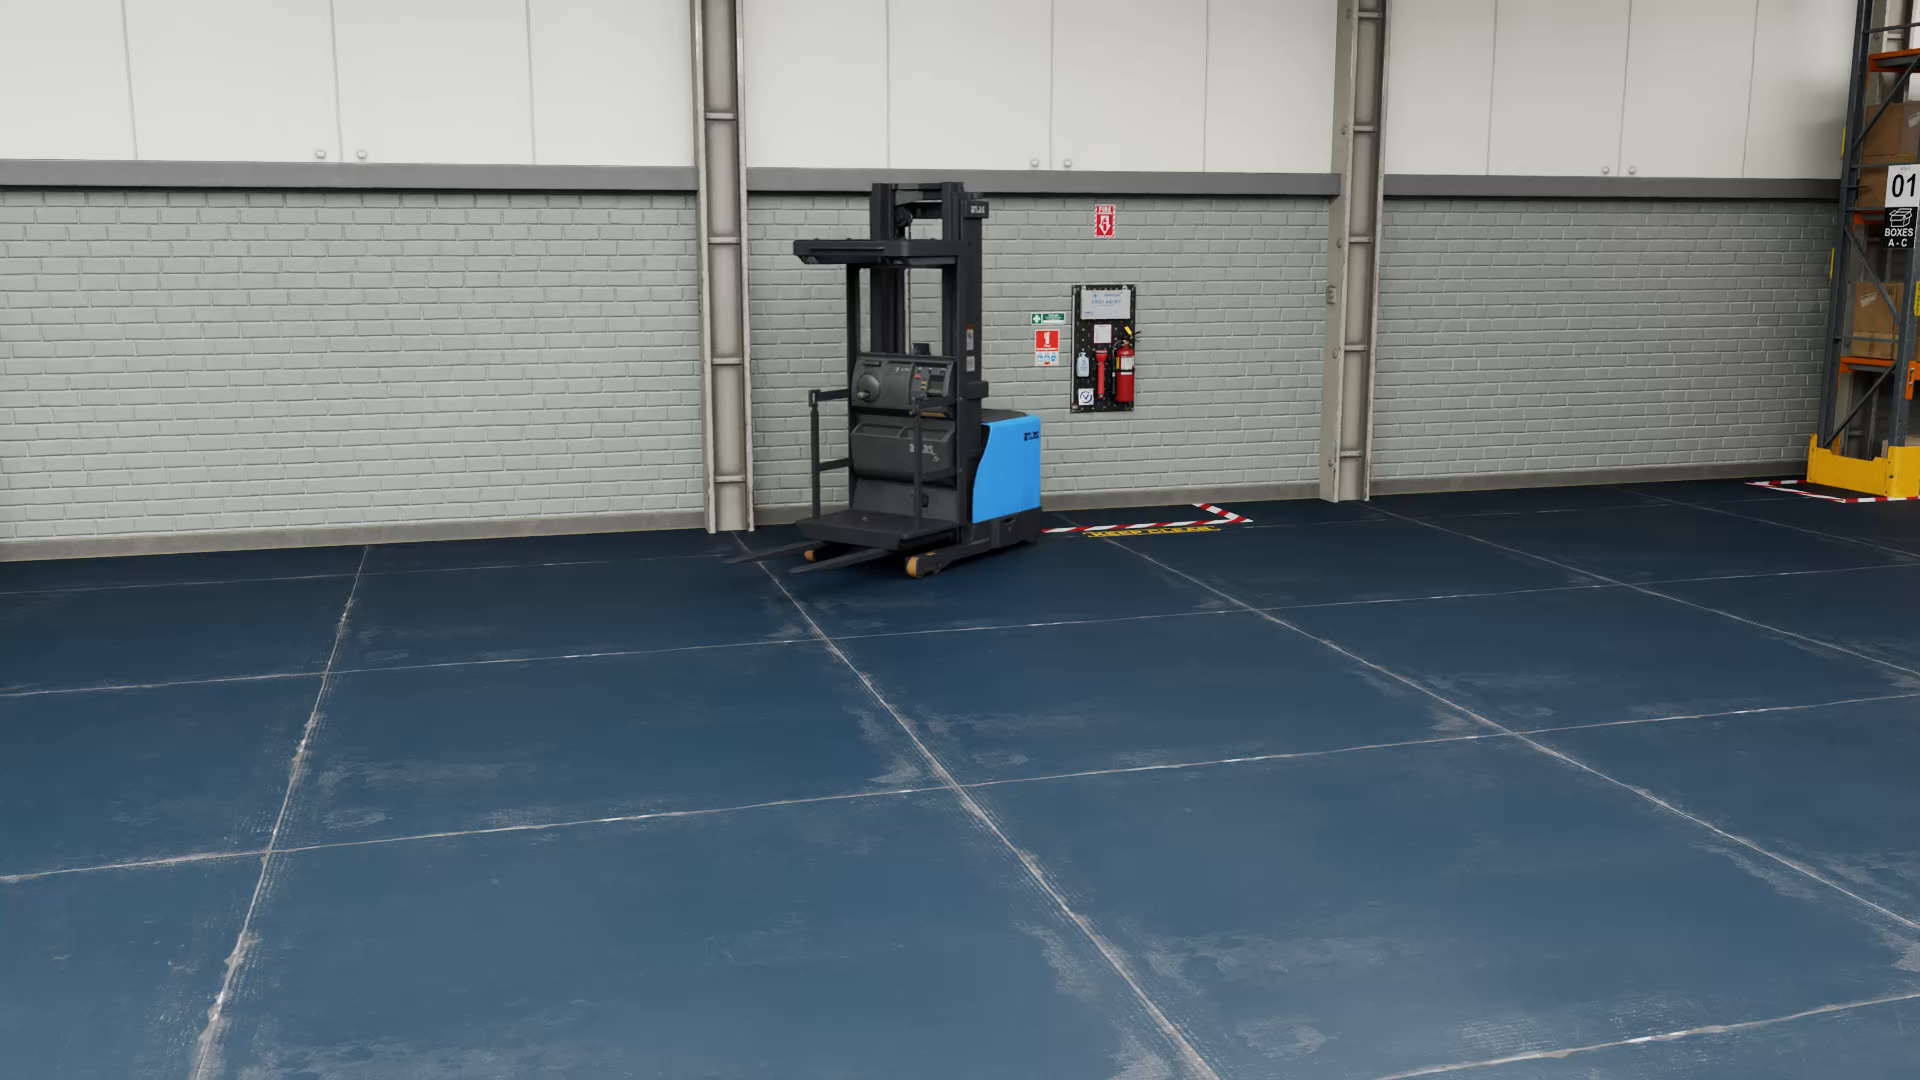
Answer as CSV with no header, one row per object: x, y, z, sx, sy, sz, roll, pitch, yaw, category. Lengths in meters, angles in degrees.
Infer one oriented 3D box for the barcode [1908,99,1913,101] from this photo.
9.614,-4.427,16.828,0.075,0.075,0.001,-3,11,-16,barcode

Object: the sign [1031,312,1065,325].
0.805,-2.023,15.189,0.331,0.109,0.001,-3,11,-16,sign

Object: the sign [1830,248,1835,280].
8.936,-2.815,16.982,0.005,0.325,0.100,-3,11,-16,sign

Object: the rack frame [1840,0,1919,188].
9.072,-4.943,16.043,0.127,3.000,1.000,-3,11,-16,rack frame

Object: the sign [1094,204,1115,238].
1.322,-2.913,15.184,0.199,0.298,0.001,-3,11,-16,sign

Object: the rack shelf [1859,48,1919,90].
10.992,-4.689,16.658,4.000,0.370,1.077,-3,11,-16,rack shelf

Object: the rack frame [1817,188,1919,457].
9.072,-1.993,16.586,0.127,3.000,1.000,-3,11,-16,rack frame

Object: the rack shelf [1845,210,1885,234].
10.992,-3.215,16.929,4.000,0.370,1.077,-3,11,-16,rack shelf

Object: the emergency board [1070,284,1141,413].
1.358,-1.756,15.302,0.643,1.169,0.194,-3,11,-16,emergency board

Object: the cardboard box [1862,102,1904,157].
9.413,-4.086,16.578,0.500,0.500,0.500,-3,11,-13,cardboard box

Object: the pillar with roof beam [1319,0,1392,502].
4.945,-4.077,11.337,0.400,9.000,9.100,-3,11,-16,pillar with roof beam

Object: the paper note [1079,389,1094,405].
1.169,-1.326,15.399,0.142,0.148,0.016,-3,11,-16,paper note

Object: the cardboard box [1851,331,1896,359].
9.467,-1.986,16.909,0.500,0.250,0.500,-3,11,-15,cardboard box

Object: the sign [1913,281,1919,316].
9.224,-2.324,15.995,0.005,0.325,0.100,-3,11,-16,sign

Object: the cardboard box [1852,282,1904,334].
9.465,-2.358,16.860,0.500,0.500,0.500,-3,11,-17,cardboard box

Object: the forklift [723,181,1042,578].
-0.569,-1.253,12.759,1.130,2.935,3.031,7,13,34,forklift

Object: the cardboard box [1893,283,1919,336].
9.614,-2.269,16.377,0.500,0.500,0.500,-3,11,-16,cardboard box

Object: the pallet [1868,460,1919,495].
9.935,-0.660,17.049,1.213,0.211,1.003,-3,11,-16,pallet

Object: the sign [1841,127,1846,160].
8.936,-4.001,16.764,0.005,0.325,0.100,-3,11,-16,sign

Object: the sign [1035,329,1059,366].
0.798,-1.764,15.245,0.234,0.329,0.001,-3,11,-16,sign

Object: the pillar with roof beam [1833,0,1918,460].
10.706,-4.381,12.987,0.400,9.000,9.100,-3,11,-16,pillar with roof beam

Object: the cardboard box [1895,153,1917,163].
9.463,-3.500,16.159,0.500,0.500,0.500,-3,11,-14,cardboard box

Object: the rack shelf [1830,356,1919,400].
10.992,-1.740,17.201,4.000,0.370,1.077,-3,11,-16,rack shelf

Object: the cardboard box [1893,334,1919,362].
9.629,-1.898,16.432,0.500,0.250,0.500,-3,11,-18,cardboard box

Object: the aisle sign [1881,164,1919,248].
9.087,-3.215,16.047,0.004,0.787,0.394,-3,11,-16,aisle sign

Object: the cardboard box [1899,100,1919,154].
9.510,-3.996,16.089,0.500,0.500,0.500,-4,11,-20,cardboard box

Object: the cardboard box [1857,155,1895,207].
9.402,-3.592,16.657,0.500,0.500,0.500,-2,11,-12,cardboard box

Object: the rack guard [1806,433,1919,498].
9.145,-0.767,16.833,0.348,0.500,1.175,-3,11,-16,rack guard

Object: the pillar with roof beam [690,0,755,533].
-0.816,-3.773,9.688,0.400,9.000,9.100,-3,11,-16,pillar with roof beam

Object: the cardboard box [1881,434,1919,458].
9.761,-0.906,16.895,0.500,0.311,0.500,-4,11,-22,cardboard box
